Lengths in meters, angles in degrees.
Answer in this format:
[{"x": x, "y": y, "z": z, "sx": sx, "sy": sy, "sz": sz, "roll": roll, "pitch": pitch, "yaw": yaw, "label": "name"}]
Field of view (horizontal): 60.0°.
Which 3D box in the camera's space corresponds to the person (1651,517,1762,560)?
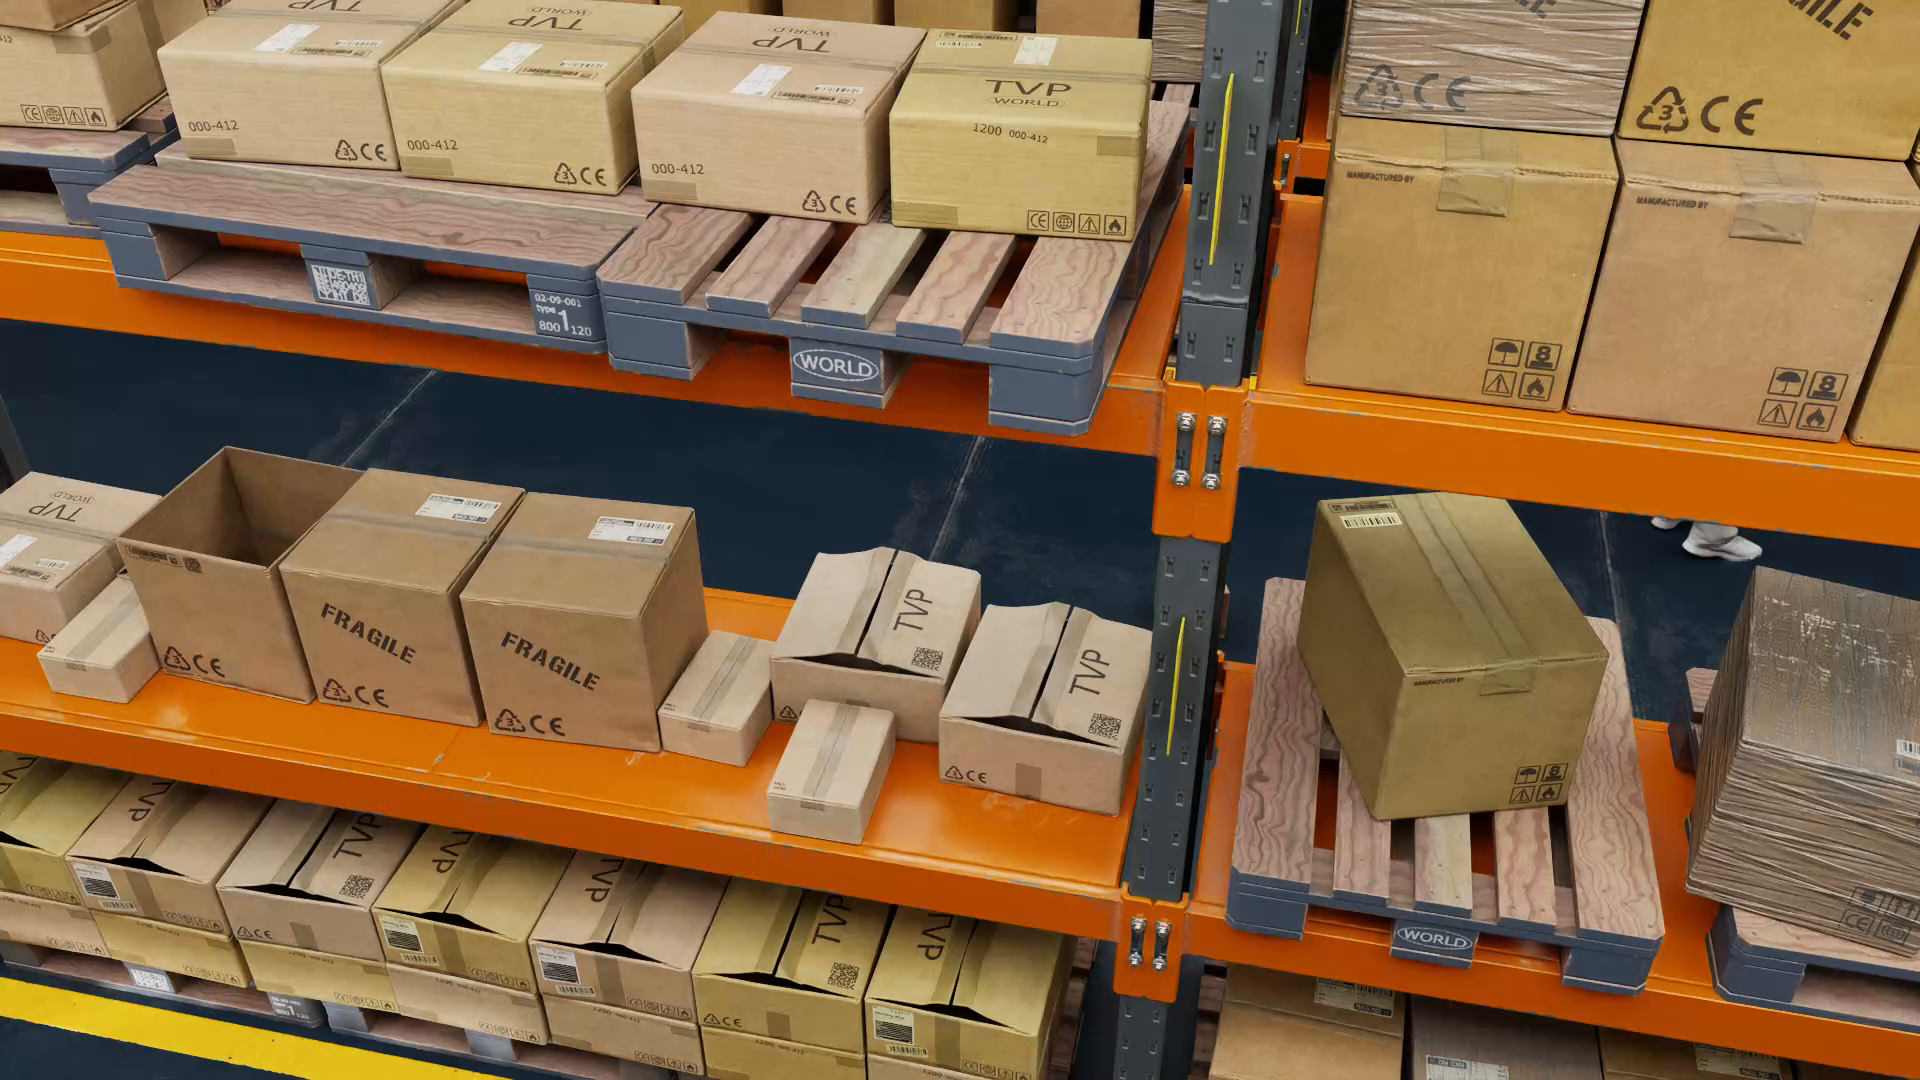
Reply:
[{"x": 3.419, "y": -0.756, "z": 7.205, "sx": 0.400, "sy": 1.808, "sz": 0.582, "roll": -14, "pitch": 38, "yaw": -18, "label": "person"}]
